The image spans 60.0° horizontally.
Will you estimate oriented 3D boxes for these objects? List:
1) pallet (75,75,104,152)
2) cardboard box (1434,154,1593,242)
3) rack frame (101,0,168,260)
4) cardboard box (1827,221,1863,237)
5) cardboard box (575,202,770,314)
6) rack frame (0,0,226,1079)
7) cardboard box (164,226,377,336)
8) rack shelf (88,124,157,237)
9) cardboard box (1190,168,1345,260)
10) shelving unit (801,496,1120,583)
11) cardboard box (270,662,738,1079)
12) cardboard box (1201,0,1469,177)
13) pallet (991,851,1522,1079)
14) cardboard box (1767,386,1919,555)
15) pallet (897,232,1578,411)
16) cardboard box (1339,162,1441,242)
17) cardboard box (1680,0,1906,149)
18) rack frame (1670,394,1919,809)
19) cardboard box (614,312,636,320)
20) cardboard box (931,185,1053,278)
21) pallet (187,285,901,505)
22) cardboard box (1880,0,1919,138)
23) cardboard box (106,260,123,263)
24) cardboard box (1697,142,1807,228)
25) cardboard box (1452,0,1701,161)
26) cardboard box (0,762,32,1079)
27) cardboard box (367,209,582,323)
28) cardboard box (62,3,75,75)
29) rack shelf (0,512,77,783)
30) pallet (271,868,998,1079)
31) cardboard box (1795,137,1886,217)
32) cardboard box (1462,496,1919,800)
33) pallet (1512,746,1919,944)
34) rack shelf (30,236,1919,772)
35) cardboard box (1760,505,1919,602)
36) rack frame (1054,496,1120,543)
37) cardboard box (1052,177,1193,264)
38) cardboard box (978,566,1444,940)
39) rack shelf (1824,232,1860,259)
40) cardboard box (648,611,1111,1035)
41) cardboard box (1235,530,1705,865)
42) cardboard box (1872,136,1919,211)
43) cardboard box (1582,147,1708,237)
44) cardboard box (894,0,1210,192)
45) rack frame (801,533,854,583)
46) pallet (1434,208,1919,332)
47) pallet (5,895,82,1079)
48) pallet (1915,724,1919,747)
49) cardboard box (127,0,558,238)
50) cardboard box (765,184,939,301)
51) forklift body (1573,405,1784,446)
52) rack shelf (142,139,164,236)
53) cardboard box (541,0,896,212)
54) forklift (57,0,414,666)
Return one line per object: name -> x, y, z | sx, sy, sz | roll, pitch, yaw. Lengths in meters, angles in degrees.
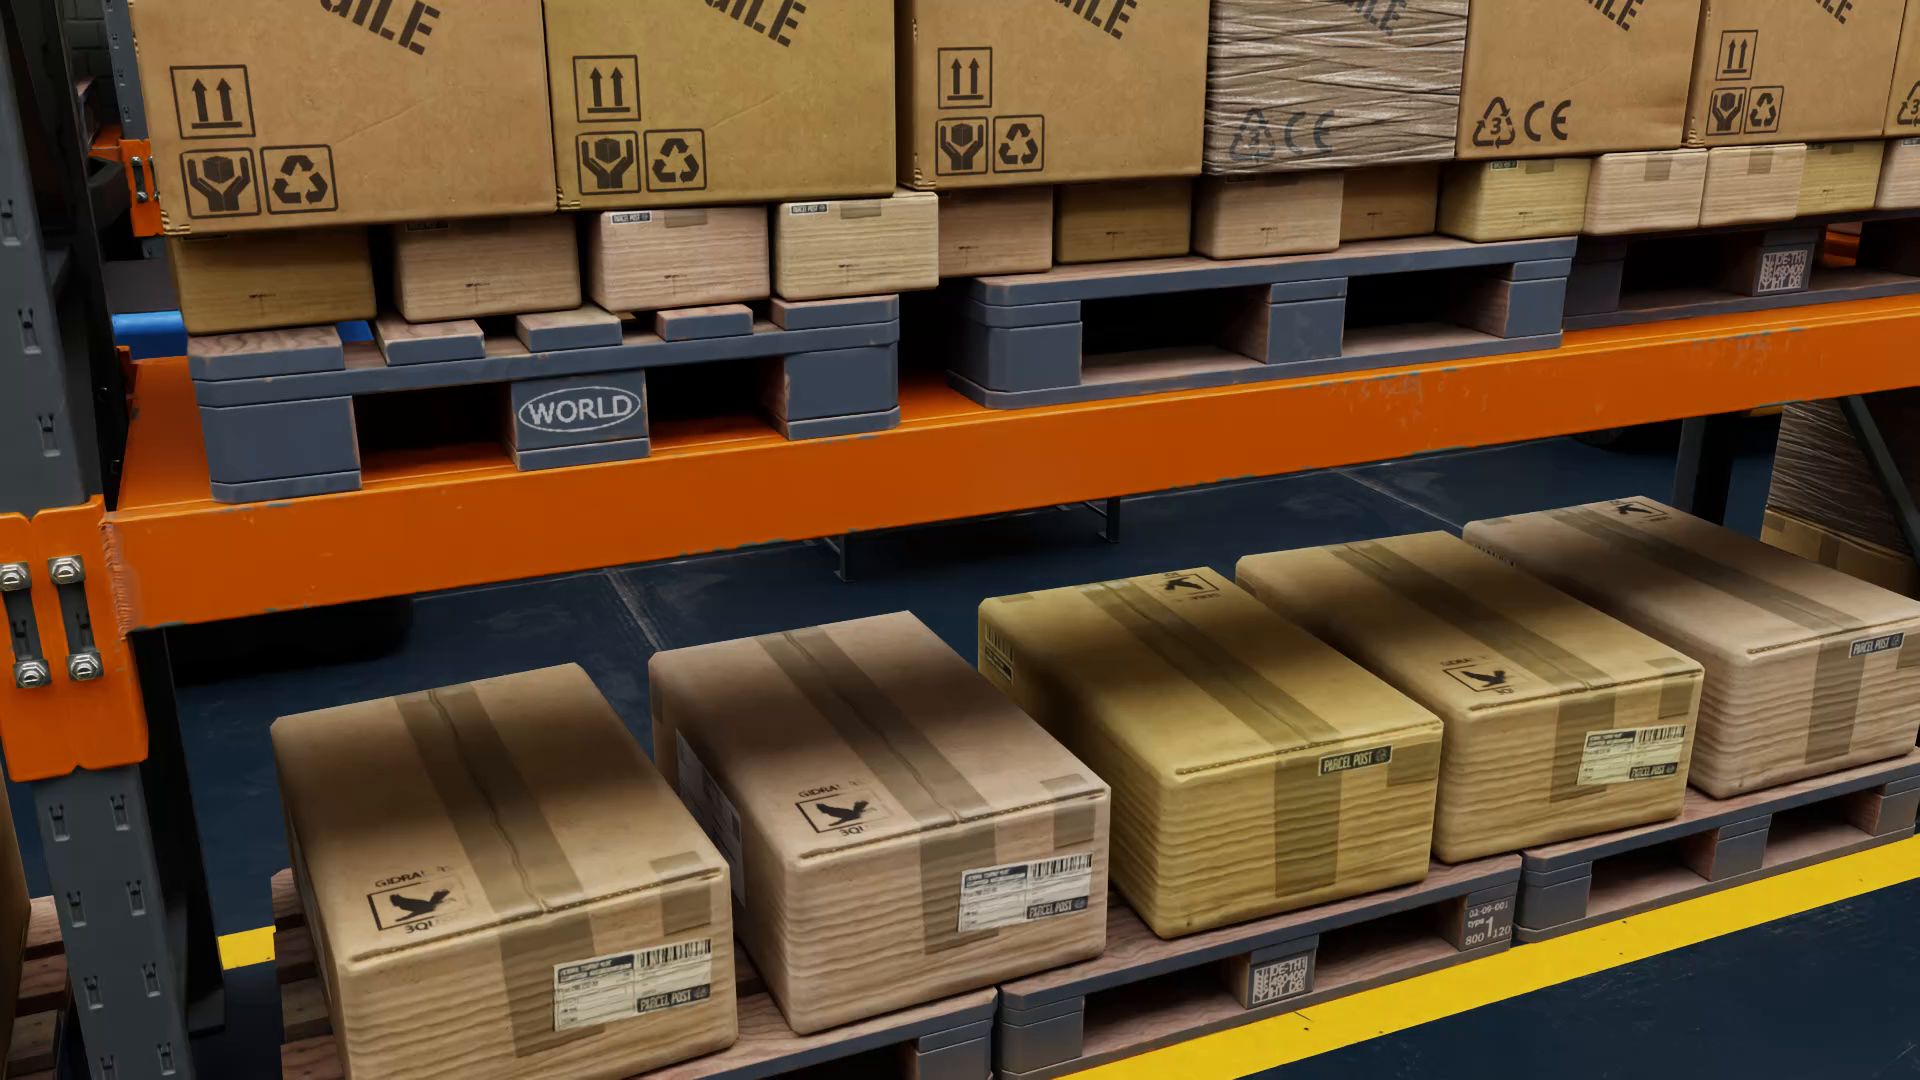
pallet -> -3.959, -1.667, 6.529 | 1.003, 0.211, 1.213 | -8, 21, -22
cardboard box -> 0.972, -0.679, 3.180 | 0.250, 0.149, 0.380 | -8, 21, -22
rack frame -> -3.365, -1.868, 6.811 | 0.127, 3.000, 1.000 | -8, 21, -22
cardboard box -> 2.452, -0.898, 4.434 | 0.250, 0.149, 0.380 | -8, 21, -22
cardboard box -> -0.481, -0.469, 2.585 | 0.250, 0.149, 0.380 | -10, 22, -25
rack frame -> -1.395, -0.355, 2.513 | 0.127, 3.000, 1.000 | -8, 21, -22
cardboard box -> -1.023, -0.421, 2.446 | 0.250, 0.149, 0.380 | -9, 22, -25
rack shelf -> -5.201, -1.266, 6.183 | 4.000, 0.370, 1.077 | -8, 21, -22
cardboard box -> 0.480, -0.618, 3.008 | 0.250, 0.149, 0.380 | -7, 21, -20
shelving unit -> -0.006, -0.530, 5.833 | 1.048, 1.125, 0.538 | -8, 21, -22
cardboard box -> -0.872, 0.615, 3.083 | 0.625, 0.372, 0.950 | -10, 22, -26
cardboard box -> 0.533, -0.935, 2.930 | 0.500, 0.500, 0.500 | -9, 21, -24
pallet -> 0.442, 0.699, 3.719 | 1.213, 0.211, 1.003 | -8, 21, -22
cardboard box -> 2.715, -0.296, 4.724 | 0.500, 0.500, 0.500 | -8, 21, -23
pallet -> 0.406, -0.537, 3.320 | 1.213, 0.211, 1.003 | -8, 21, -22
cardboard box -> 0.690, -0.676, 3.170 | 0.250, 0.149, 0.380 | -9, 21, -24
cardboard box -> 1.490, -1.070, 3.314 | 0.500, 0.500, 0.500 | -8, 21, -22
rack frame -> 2.278, -0.881, 4.008 | 0.127, 3.000, 1.000 | -8, 21, -22
cardboard box -> -1.572, -1.201, 7.860 | 0.625, 0.625, 0.875 | -9, 21, -24
cardboard box -> -0.030, -0.555, 2.827 | 0.250, 0.149, 0.380 | -7, 21, -19
pallet -> -0.783, -0.391, 2.904 | 1.003, 0.211, 1.213 | -8, 21, -22
cardboard box -> 1.944, -1.136, 3.501 | 0.500, 0.500, 0.500 | -9, 21, -23
cardboard box -> -3.863, -0.917, 7.242 | 0.500, 0.500, 0.500 | -7, 21, -20
cardboard box -> 1.443, -0.735, 3.338 | 0.250, 0.149, 0.380 | -9, 21, -23
cardboard box -> 1.013, -1.004, 3.127 | 0.500, 0.500, 0.500 | -7, 21, -20
cardboard box -> -2.062, 0.515, 2.610 | 0.875, 0.875, 0.875 | -8, 21, -22
cardboard box -> -0.750, -0.447, 2.522 | 0.250, 0.149, 0.380 | -10, 22, -25
cardboard box -> -3.899, -2.093, 6.668 | 0.500, 0.500, 0.500 | -7, 21, -19
rack shelf -> -3.232, 0.248, 1.886 | 4.000, 0.370, 1.077 | -8, 21, -22
pallet -> -0.677, 0.858, 3.267 | 1.213, 0.211, 1.003 | -8, 21, -22
cardboard box -> 1.665, -0.779, 3.465 | 0.250, 0.149, 0.380 | -9, 21, -24
cardboard box -> 1.797, 0.230, 4.176 | 0.625, 0.372, 0.950 | -8, 21, -21
pallet -> 1.563, 0.537, 4.179 | 1.213, 0.211, 1.003 | -8, 21, -22
rack shelf -> 0.441, -0.279, 3.380 | 4.000, 0.370, 1.077 | -8, 21, -22
cardboard box -> 2.714, 0.058, 4.849 | 0.500, 0.250, 0.500 | -7, 21, -19
rack frame -> 0.461, -0.597, 6.023 | 0.032, 1.125, 0.500 | -8, 21, -22
cardboard box -> 0.214, -0.604, 2.967 | 0.250, 0.149, 0.380 | -7, 21, -20
cardboard box -> 0.501, 0.418, 3.644 | 0.625, 0.372, 0.950 | -7, 21, -20
rack shelf -> 4.114, -0.805, 4.875 | 4.000, 0.370, 1.077 | -8, 21, -22
cardboard box -> -0.198, 0.516, 3.365 | 0.625, 0.372, 0.950 | -9, 21, -23
cardboard box -> 1.138, 0.326, 3.905 | 0.625, 0.372, 0.950 | -7, 21, -19
cardboard box -> 1.915, -0.809, 3.549 | 0.250, 0.149, 0.380 | -8, 21, -21
cardboard box -> 1.210, -0.700, 3.240 | 0.250, 0.149, 0.380 | -8, 21, -21
cardboard box -> 0.070, -0.872, 2.750 | 0.500, 0.500, 0.500 | -8, 21, -21
rack frame -> -0.473, -0.463, 5.643 | 0.032, 1.125, 0.500 | -8, 21, -22
pallet -> 1.518, -0.734, 3.880 | 1.213, 0.211, 1.003 | -8, 21, -22
pallet -> -2.149, 1.041, 2.747 | 1.213, 0.211, 1.003 | -8, 21, -22
pallet -> 2.880, 0.335, 4.753 | 1.213, 0.211, 1.003 | -8, 21, -22
cardboard box -> -0.890, -0.729, 2.345 | 0.500, 0.500, 0.500 | -9, 21, -23
cardboard box -> -0.220, -0.499, 2.670 | 0.250, 0.149, 0.380 | -8, 21, -22
forklift body -> 2.962, -1.714, 7.652 | 1.214, 2.155, 2.313 | -8, 21, -22
rack shelf -> -1.528, -1.792, 7.678 | 4.000, 0.370, 1.077 | -8, 21, -22
cardboard box -> -0.415, -0.800, 2.546 | 0.500, 0.500, 0.500 | -7, 21, -19
forklift -> -3.247, -1.042, 4.567 | 3.031, 2.935, 1.130 | -6, 20, -17
